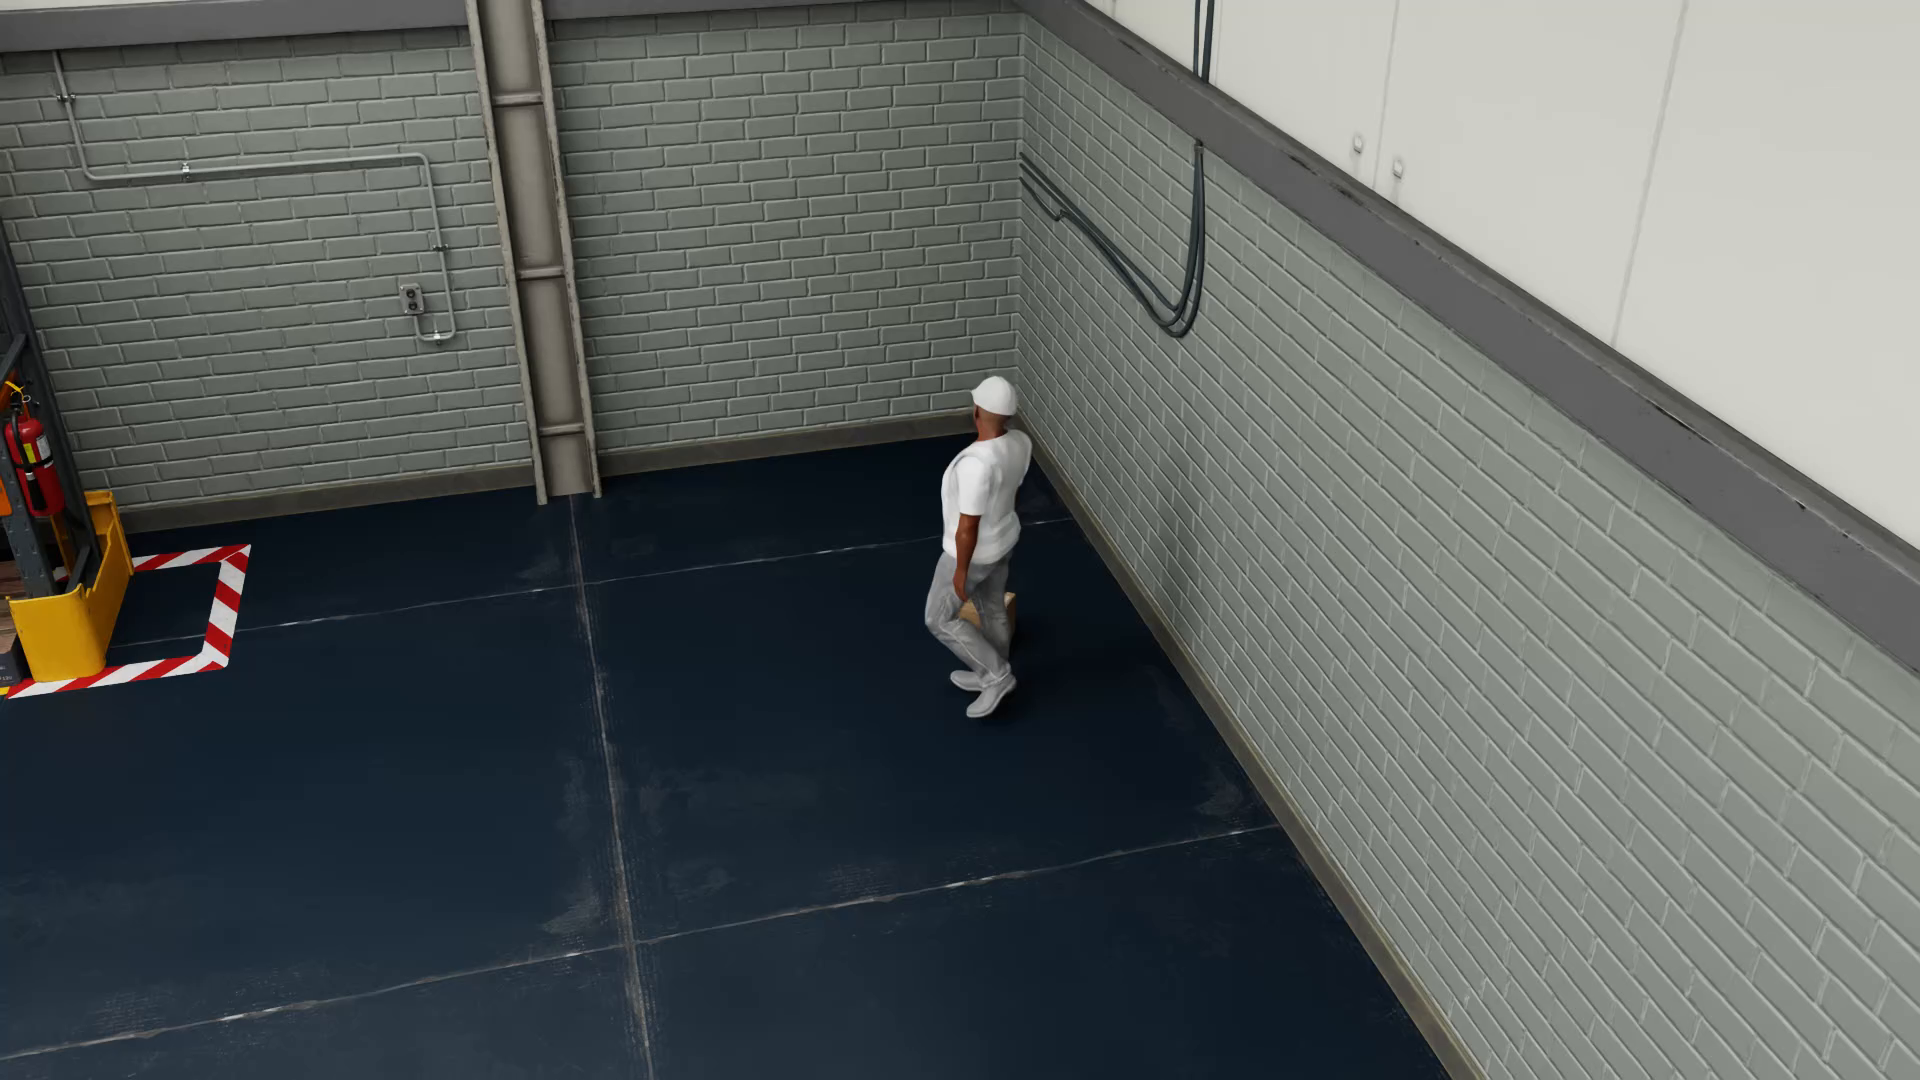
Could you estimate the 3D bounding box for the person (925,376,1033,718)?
[{"bbox_3d":[0.129,0.043,8.119,0.465,1.760,0.595,17,34,27],"label":"person"}]
